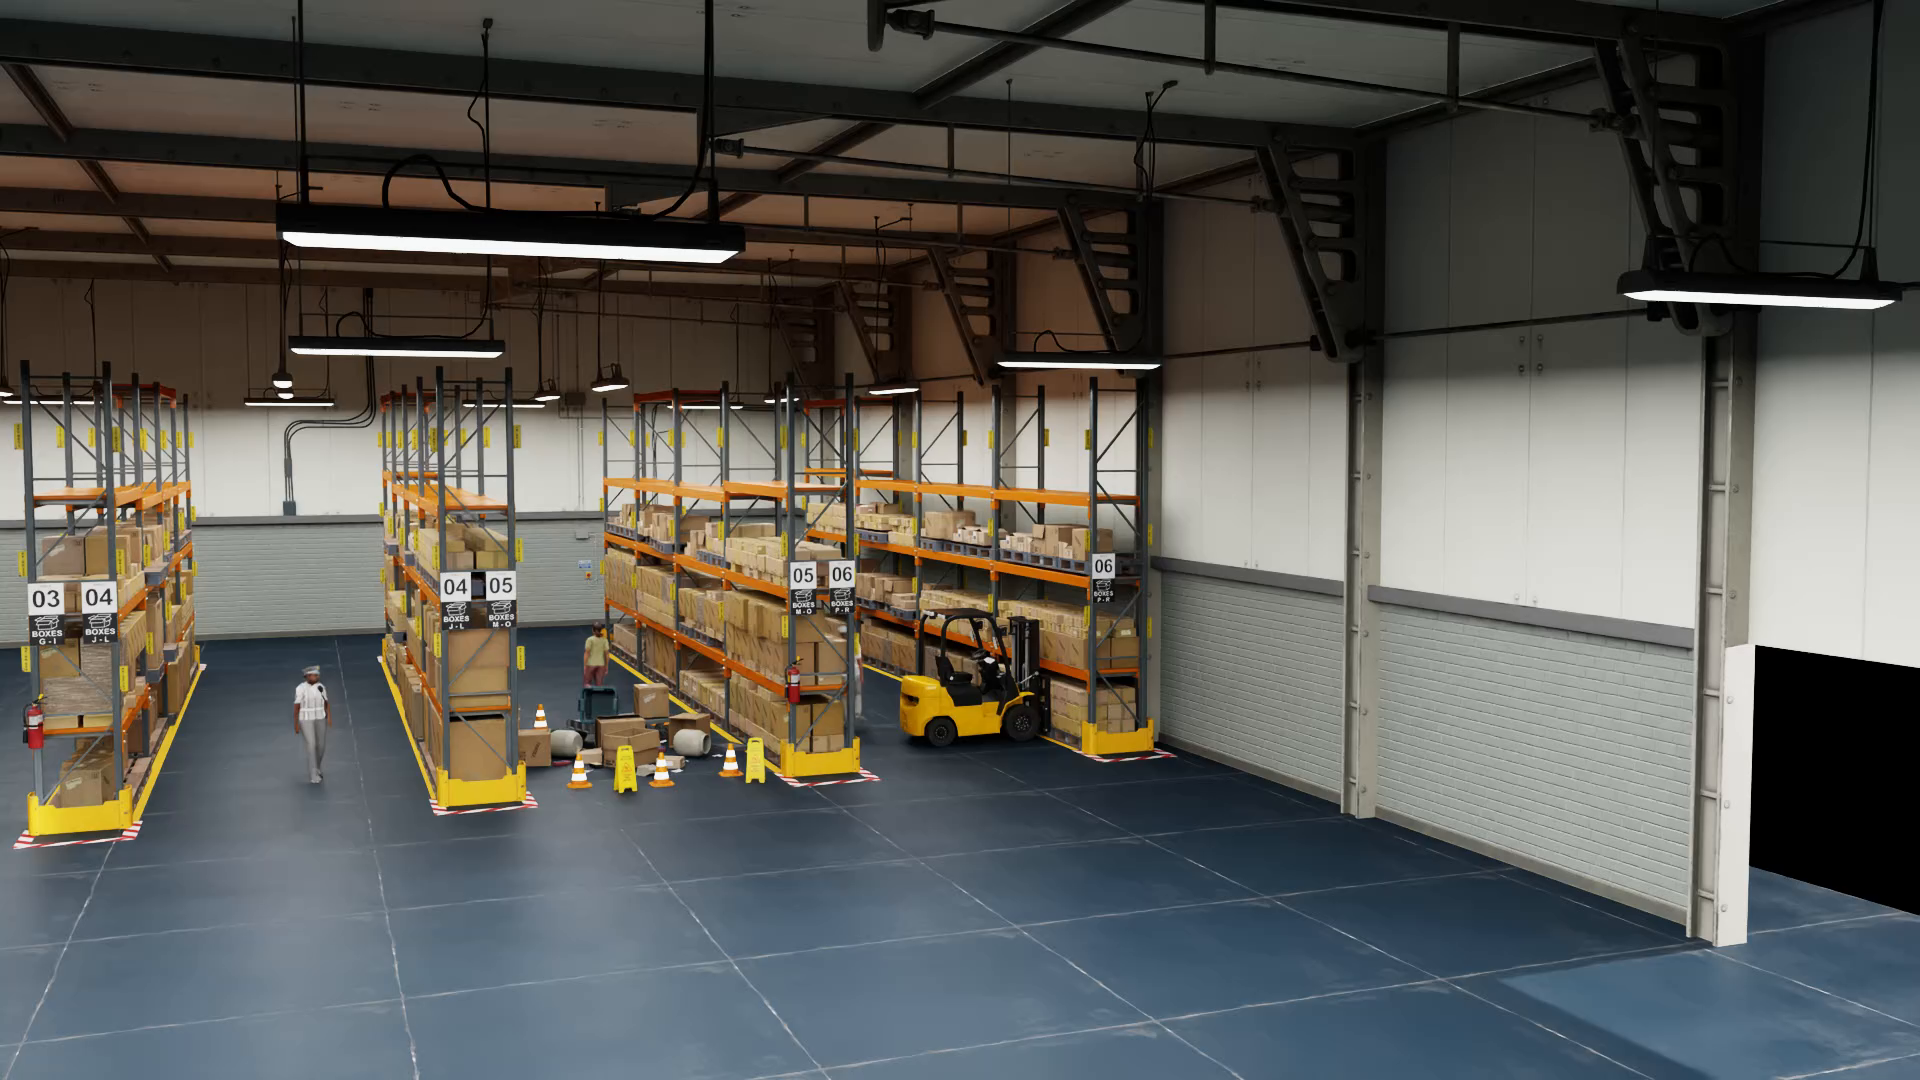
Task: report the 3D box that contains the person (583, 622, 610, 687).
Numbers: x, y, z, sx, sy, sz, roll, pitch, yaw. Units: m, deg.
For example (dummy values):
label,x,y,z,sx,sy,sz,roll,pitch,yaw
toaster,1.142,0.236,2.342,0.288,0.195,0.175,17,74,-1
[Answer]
label,x,y,z,sx,sy,sz,roll,pitch,yaw
person,-6.634,2.333,30.354,0.487,1.670,0.464,-1,4,-23

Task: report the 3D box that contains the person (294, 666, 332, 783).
label,x,y,z,sx,sy,sz,roll,pitch,yaw
person,-9.535,2.710,24.644,0.731,1.670,0.477,3,5,44

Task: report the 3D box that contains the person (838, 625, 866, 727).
label,x,y,z,sx,sy,sz,roll,pitch,yaw
person,-1.943,2.372,28.959,0.598,1.763,0.527,-1,4,-14
